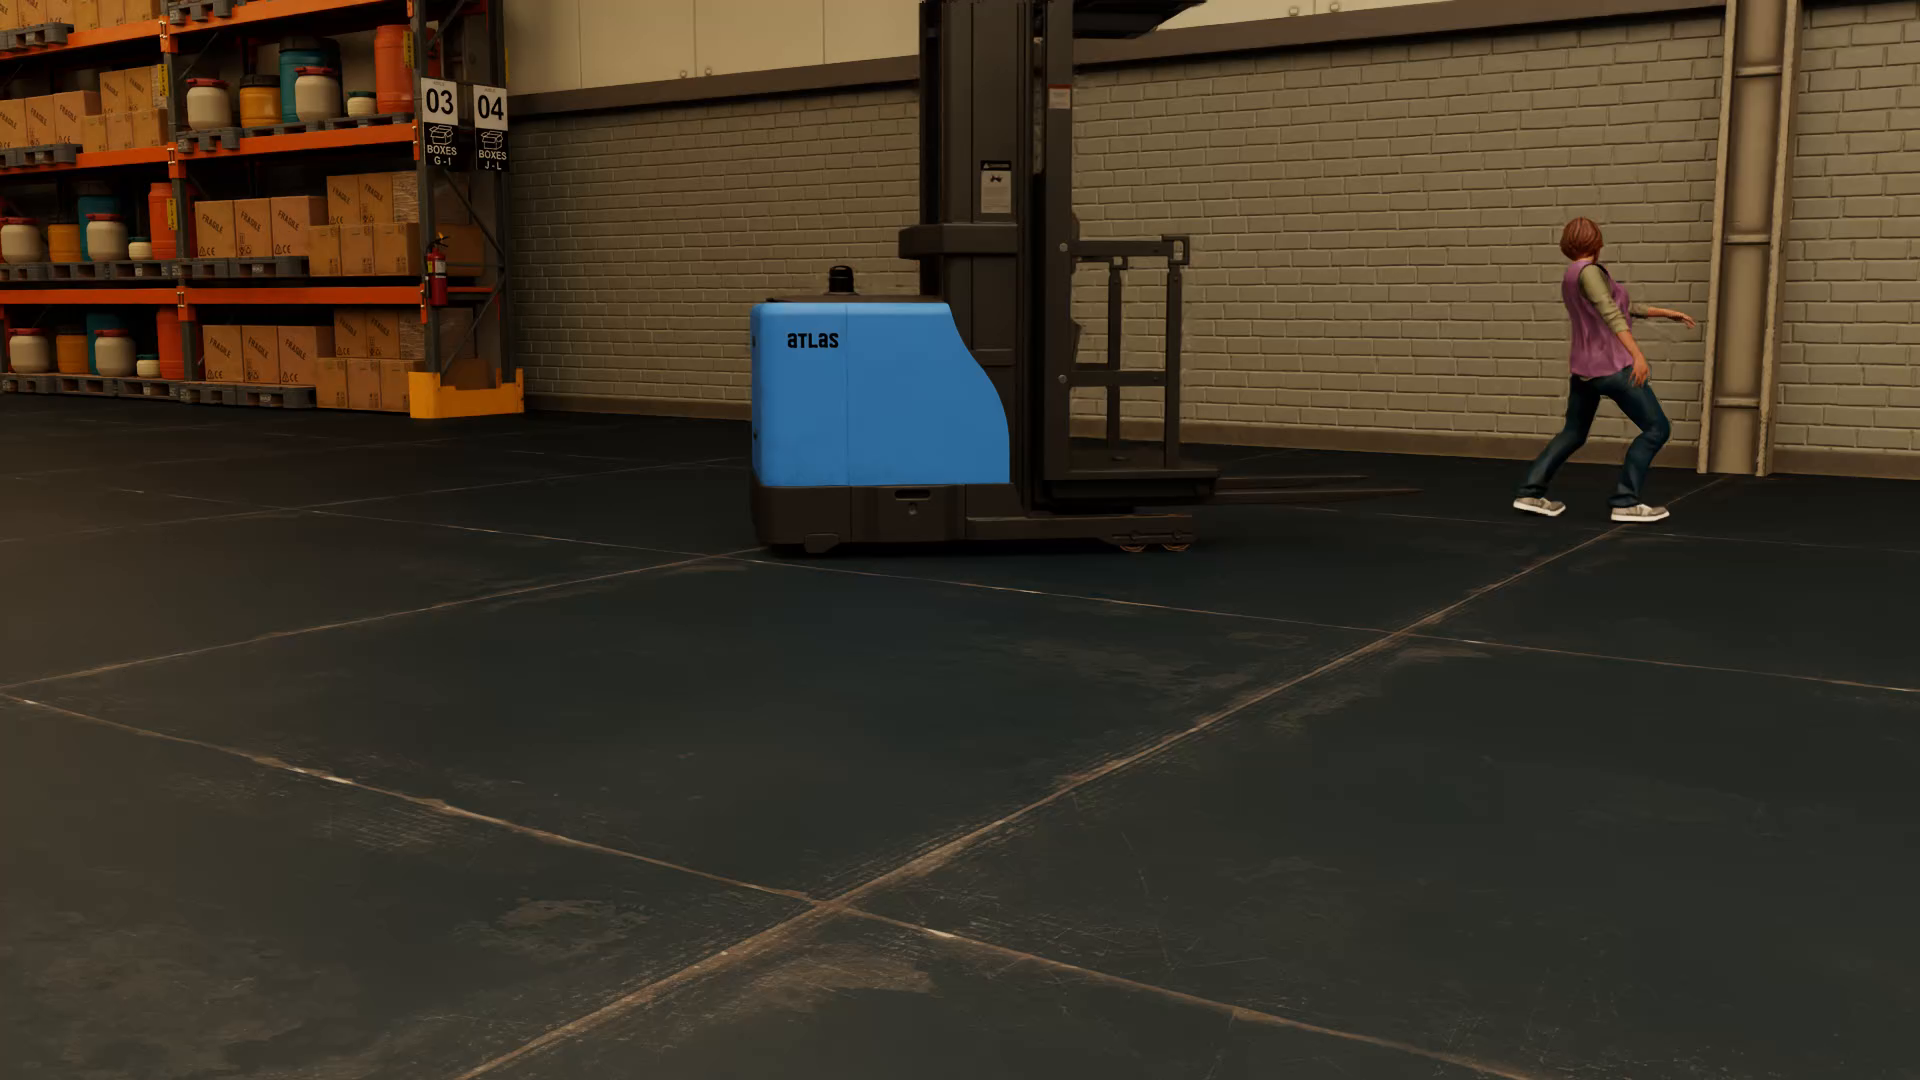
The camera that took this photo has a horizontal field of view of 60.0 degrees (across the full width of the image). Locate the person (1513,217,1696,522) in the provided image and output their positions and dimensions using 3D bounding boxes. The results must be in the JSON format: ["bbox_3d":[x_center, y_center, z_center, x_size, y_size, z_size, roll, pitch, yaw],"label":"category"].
[{"bbox_3d":[3.235,-0.837,8.198,0.792,1.495,0.623,-1,8,-8],"label":"person"}]

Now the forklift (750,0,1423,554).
[{"bbox_3d":[0.575,-1.467,7.512,3.031,2.935,1.130,-1,8,-9],"label":"forklift"}]
